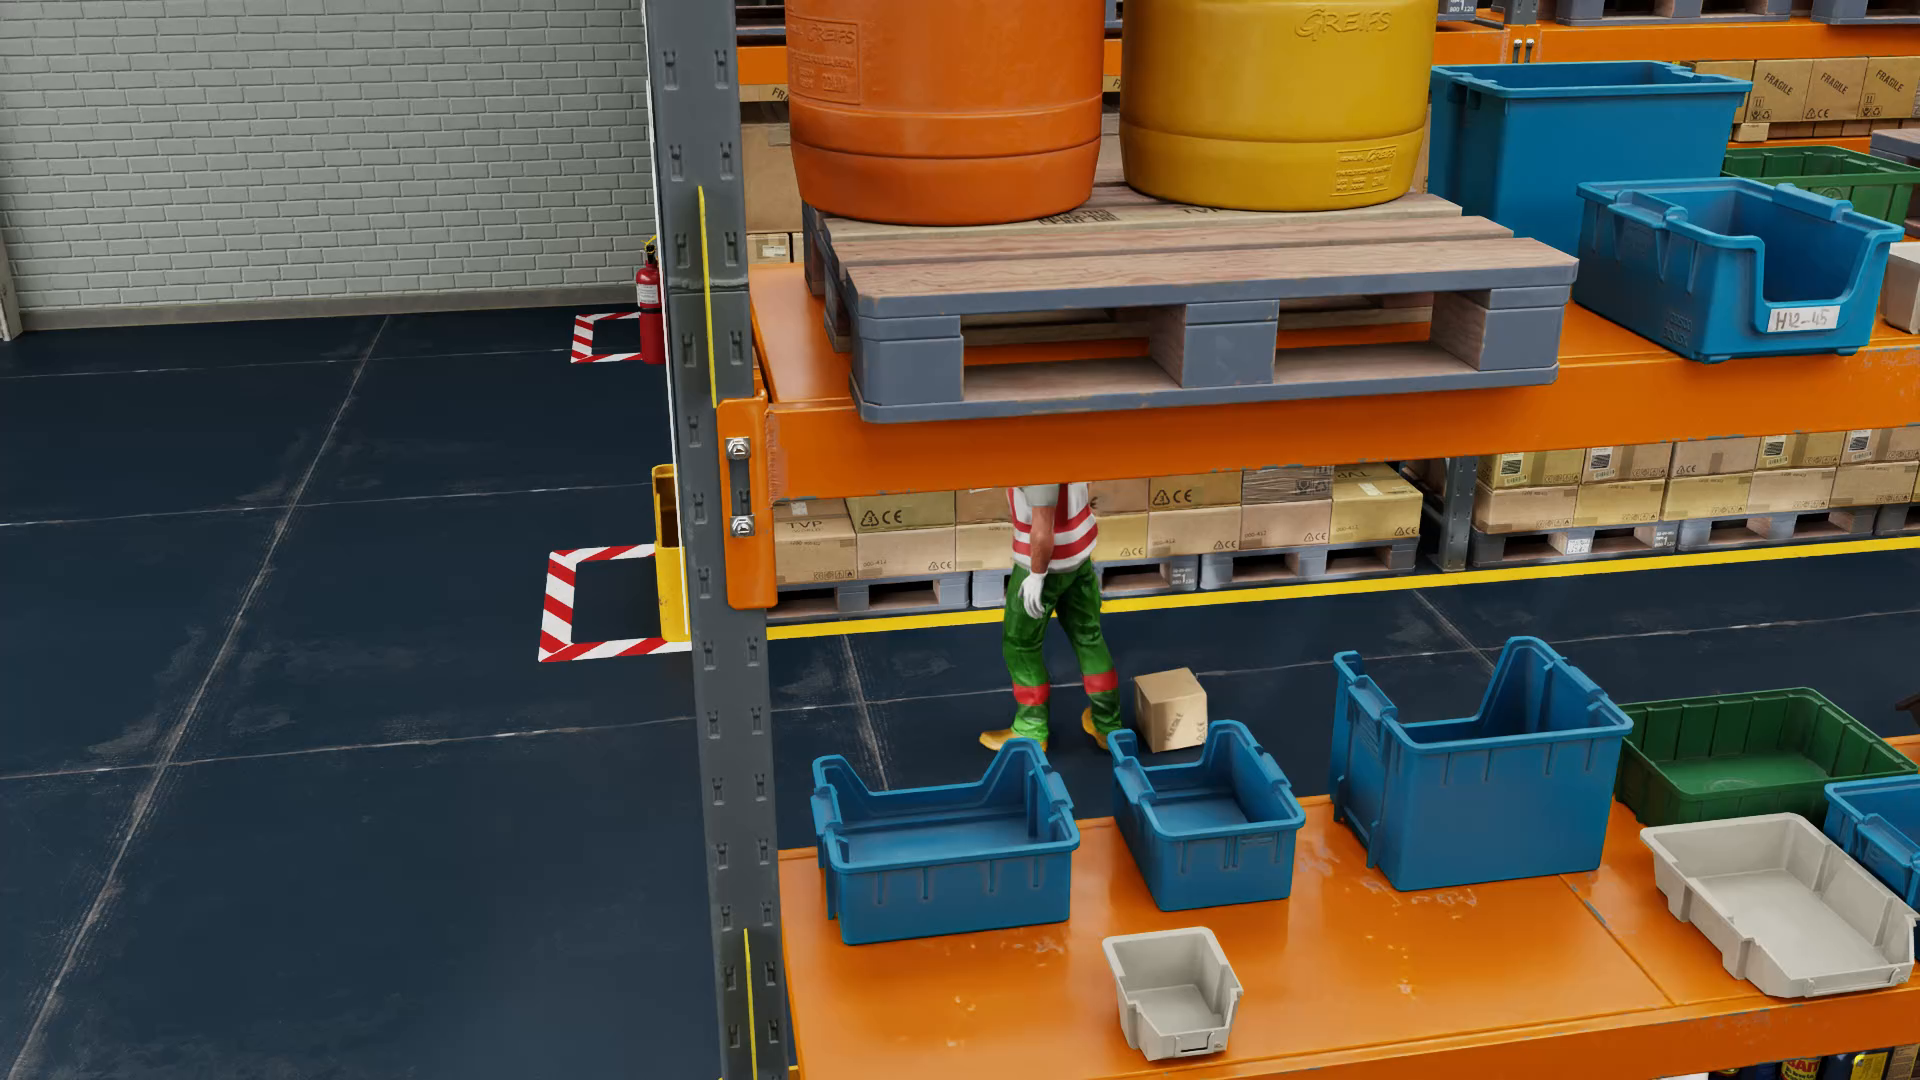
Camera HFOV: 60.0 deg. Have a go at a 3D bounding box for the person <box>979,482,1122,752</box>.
[{"bbox_3d":[0.405,0.075,6.893,0.576,1.783,0.563,12,26,26],"label":"person"}]
